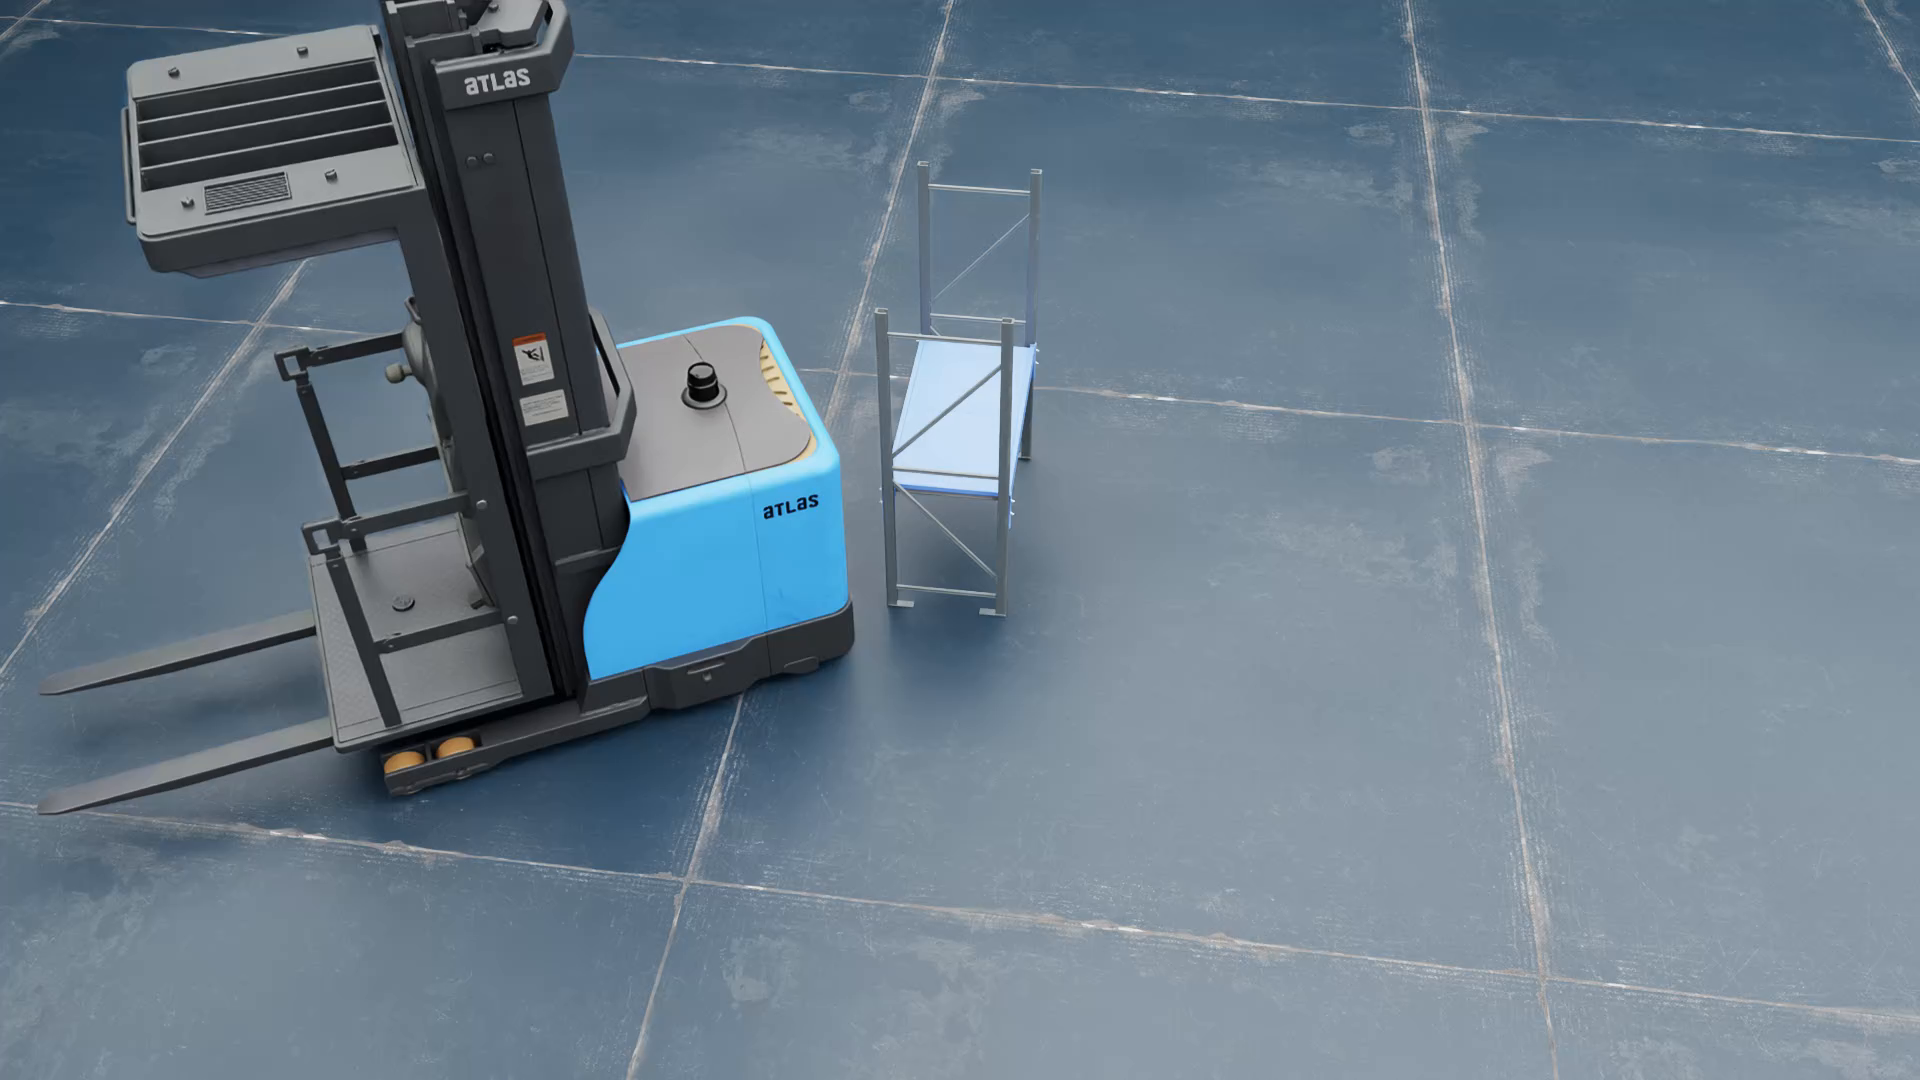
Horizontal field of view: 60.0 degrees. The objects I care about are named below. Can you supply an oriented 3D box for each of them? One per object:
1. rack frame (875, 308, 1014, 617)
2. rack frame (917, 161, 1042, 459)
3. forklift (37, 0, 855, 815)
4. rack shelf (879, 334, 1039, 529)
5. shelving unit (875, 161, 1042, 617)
[{"bbox_3d":[-0.056,-0.256,6.452,0.500,1.500,0.032,5,44,6],"label":"rack frame"},{"bbox_3d":[0.078,-0.949,7.184,0.500,1.500,0.032,5,44,6],"label":"rack frame"},{"bbox_3d":[-1.997,-0.521,5.691,3.031,2.935,1.130,-15,46,-15],"label":"forklift"},{"bbox_3d":[0.011,-0.472,6.942,0.538,0.185,1.000,5,44,6],"label":"rack shelf"},{"bbox_3d":[0.011,-0.603,6.818,0.538,1.500,1.048,5,44,6],"label":"shelving unit"}]
